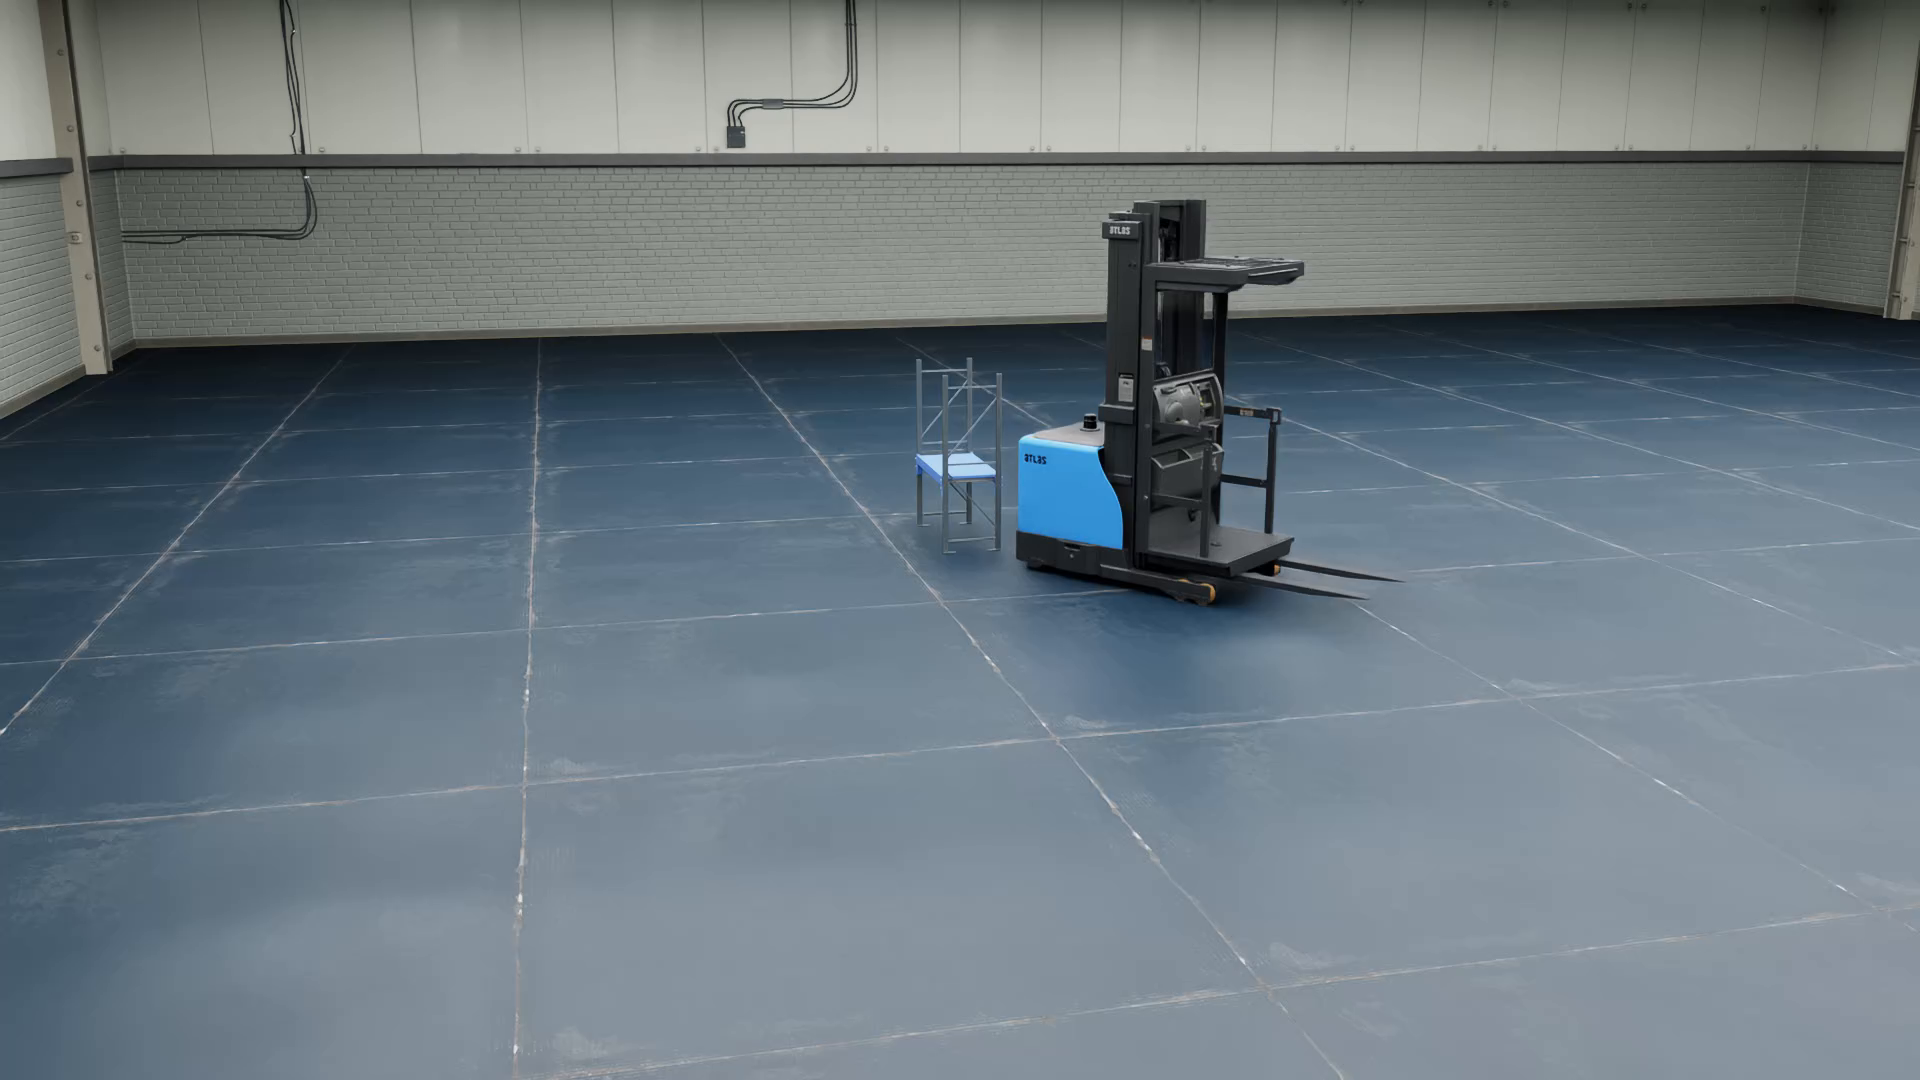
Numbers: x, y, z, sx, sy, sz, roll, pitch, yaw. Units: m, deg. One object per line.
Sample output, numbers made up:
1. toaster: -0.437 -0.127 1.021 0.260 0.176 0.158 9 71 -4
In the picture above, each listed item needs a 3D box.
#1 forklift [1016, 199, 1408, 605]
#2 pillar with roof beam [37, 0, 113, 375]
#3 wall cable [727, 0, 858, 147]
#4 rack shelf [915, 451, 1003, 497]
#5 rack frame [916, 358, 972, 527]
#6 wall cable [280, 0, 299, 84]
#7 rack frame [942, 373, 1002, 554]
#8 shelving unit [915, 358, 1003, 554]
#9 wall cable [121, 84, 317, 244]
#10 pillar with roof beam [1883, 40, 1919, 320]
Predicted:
1. forklift: 1.921 -1.077 12.659 3.031 2.935 1.130 11 17 37
2. pillar with roof beam: -8.538 -7.086 24.469 9.100 9.000 0.400 -3 14 -13
3. wall cable: -2.897 -9.777 28.318 2.305 6.003 0.169 -3 14 -13
4. rack shelf: -0.020 -0.574 14.372 0.538 0.185 1.000 -3 14 -13
5. rack frame: -0.139 -0.866 14.810 0.500 1.500 0.032 -3 14 -13
6. wall cable: -9.499 -8.695 26.957 3.097 2.526 0.112 -3 14 -13
7. rack frame: 0.099 -0.631 13.850 0.500 1.500 0.032 -3 14 -13
8. shelving unit: -0.020 -0.748 14.330 0.538 1.500 1.048 -3 14 -13
9. wall cable: -12.129 -6.091 26.939 3.097 2.526 0.112 -3 14 -13
10. pillar with roof beam: 13.712 -8.362 29.691 9.100 9.000 0.400 -3 14 -13
